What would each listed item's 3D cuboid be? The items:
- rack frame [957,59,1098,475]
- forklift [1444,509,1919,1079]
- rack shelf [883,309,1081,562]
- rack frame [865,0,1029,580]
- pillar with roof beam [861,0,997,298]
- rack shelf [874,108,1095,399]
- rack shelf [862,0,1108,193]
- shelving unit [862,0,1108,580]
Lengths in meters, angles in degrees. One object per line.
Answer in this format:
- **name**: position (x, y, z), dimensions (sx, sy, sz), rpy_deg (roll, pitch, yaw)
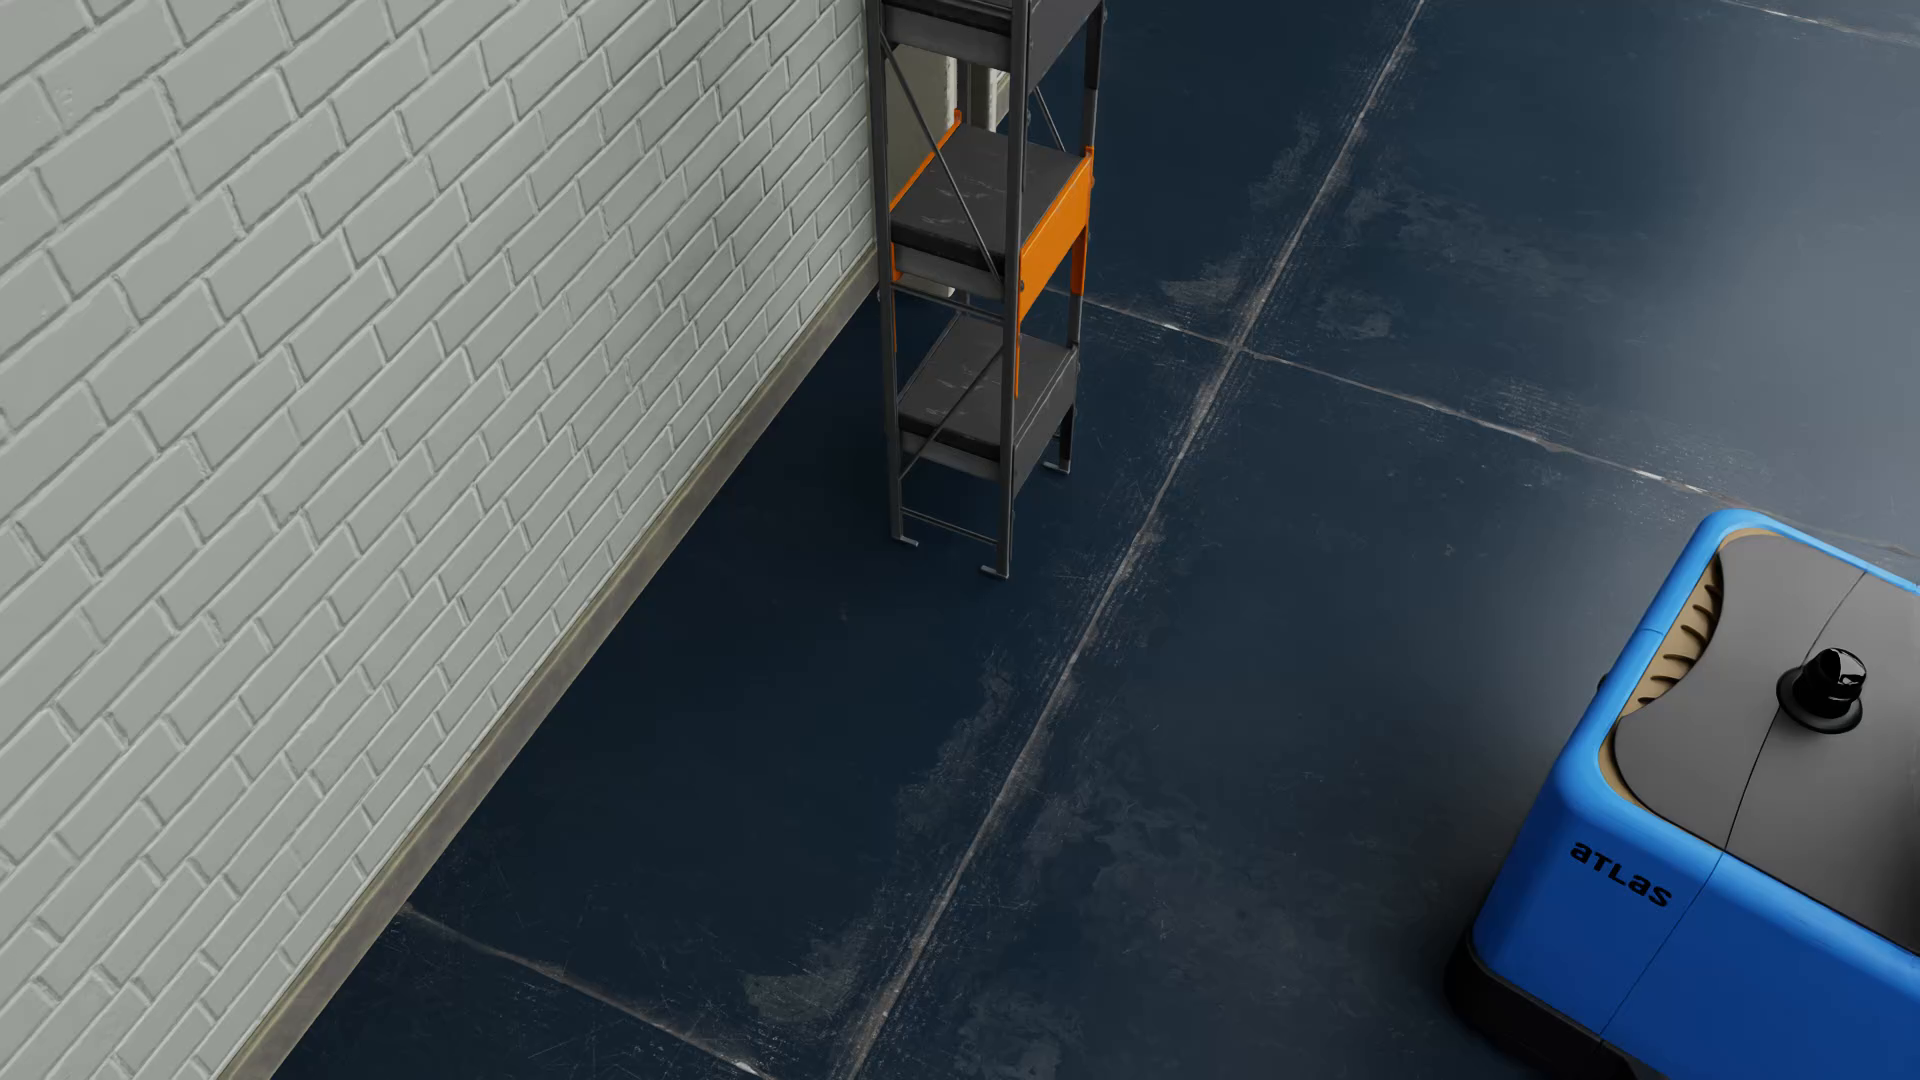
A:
- **rack frame**: position (0.175, -0.962, 4.690), dimensions (0.400, 2.100, 0.015), rpy_deg (20, 52, 16)
- **forklift**: position (2.707, 0.614, 2.803), dimensions (3.031, 2.935, 1.130), rpy_deg (30, 56, 23)
- **rack shelf**: position (0.071, -0.332, 5.091), dimensions (0.431, 0.518, 0.480), rpy_deg (20, 52, 16)
- **rack frame**: position (-0.034, -0.626, 4.404), dimensions (0.400, 2.100, 0.015), rpy_deg (20, 52, 16)
- **pillar with roof beam**: position (3.797, -2.574, 1.532), dimensions (9.100, 9.000, 0.400), rpy_deg (20, 52, 16)
- **rack shelf**: position (0.071, -0.786, 4.558), dimensions (0.431, 0.518, 0.480), rpy_deg (20, 52, 16)
- **rack shelf**: position (0.071, -1.239, 4.025), dimensions (0.431, 0.518, 0.480), rpy_deg (20, 52, 16)
- **shelving unit**: position (0.071, -0.794, 4.547), dimensions (0.431, 2.100, 0.503), rpy_deg (20, 52, 16)
